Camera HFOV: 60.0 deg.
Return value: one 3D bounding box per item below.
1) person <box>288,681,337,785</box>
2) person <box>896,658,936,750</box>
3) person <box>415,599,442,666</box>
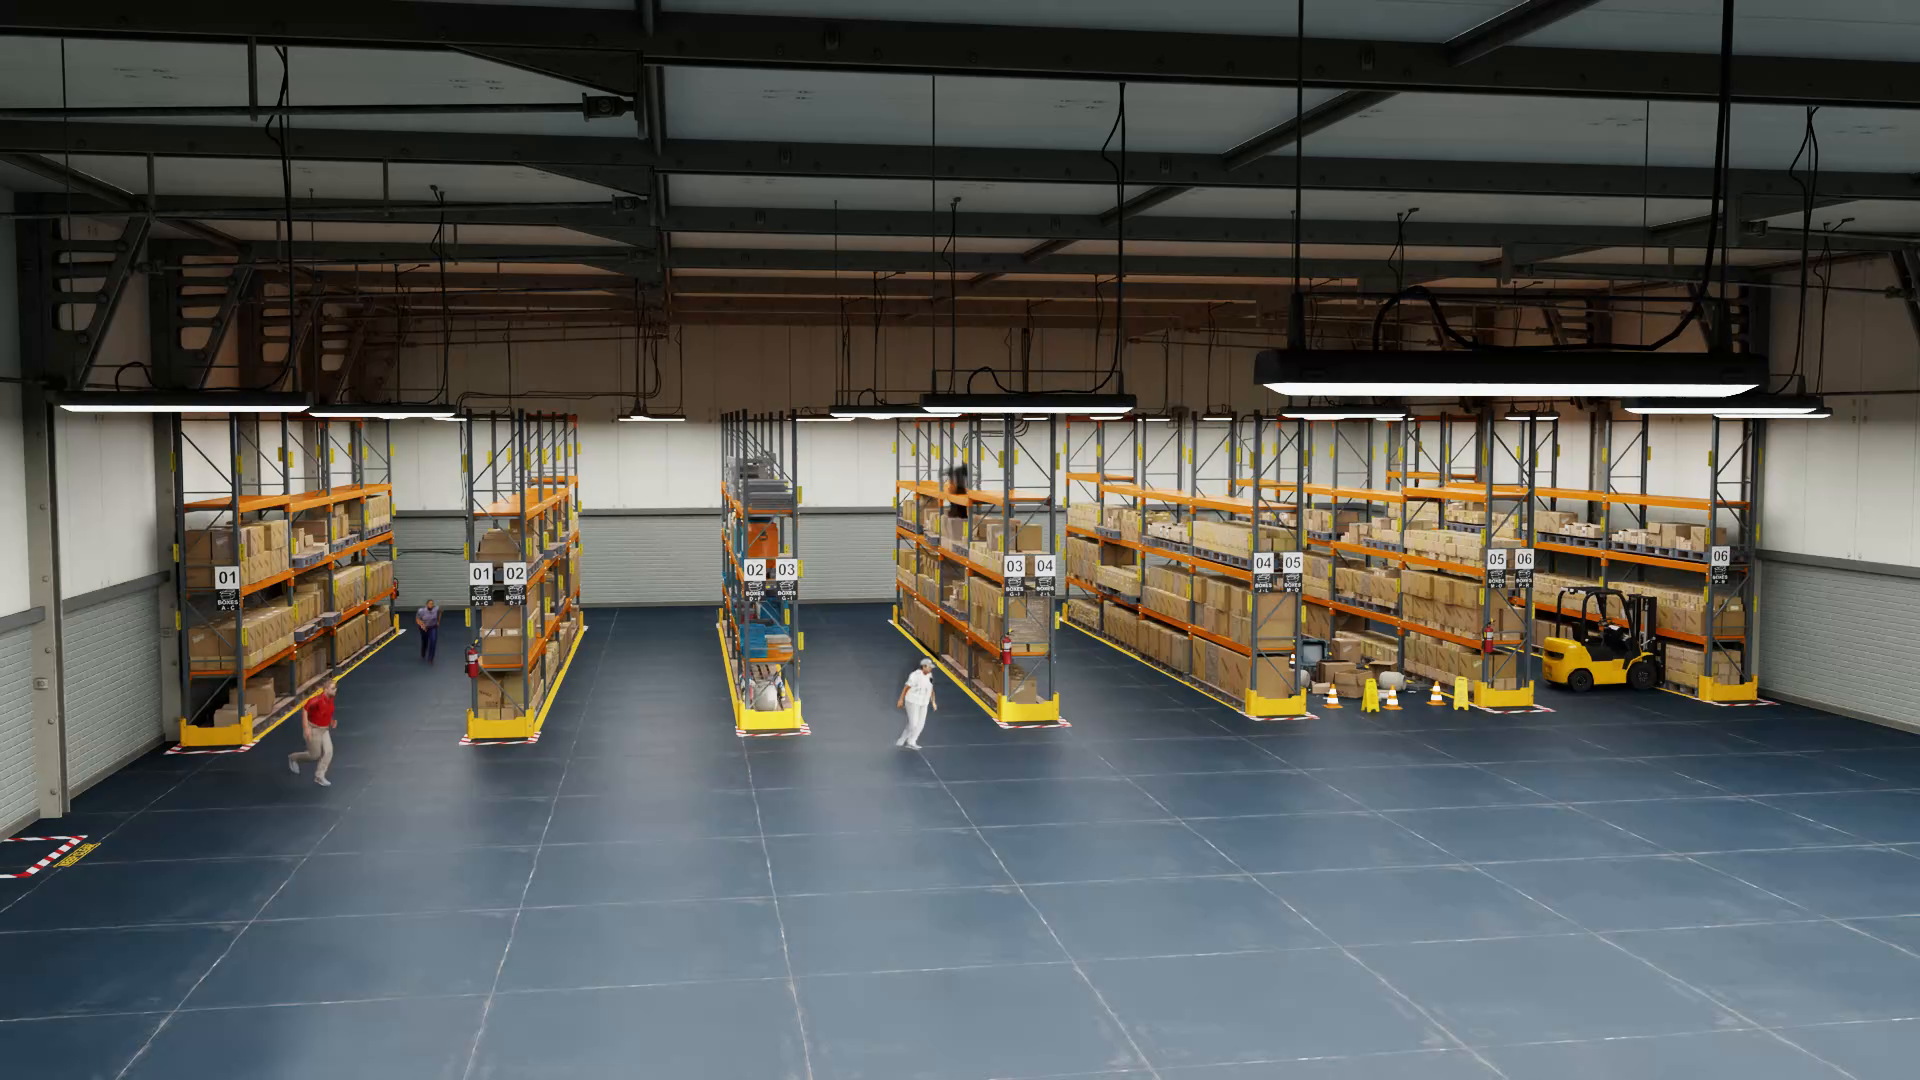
[{"bbox_3d":[-10.307,3.073,26.504,0.854,1.680,0.667,1,4,11],"label":"person"},{"bbox_3d":[-0.747,2.885,29.218,0.650,1.629,0.603,-3,5,-41],"label":"person"},{"bbox_3d":[-12.752,2.188,39.851,0.628,1.599,0.956,-2,5,-31],"label":"person"}]
